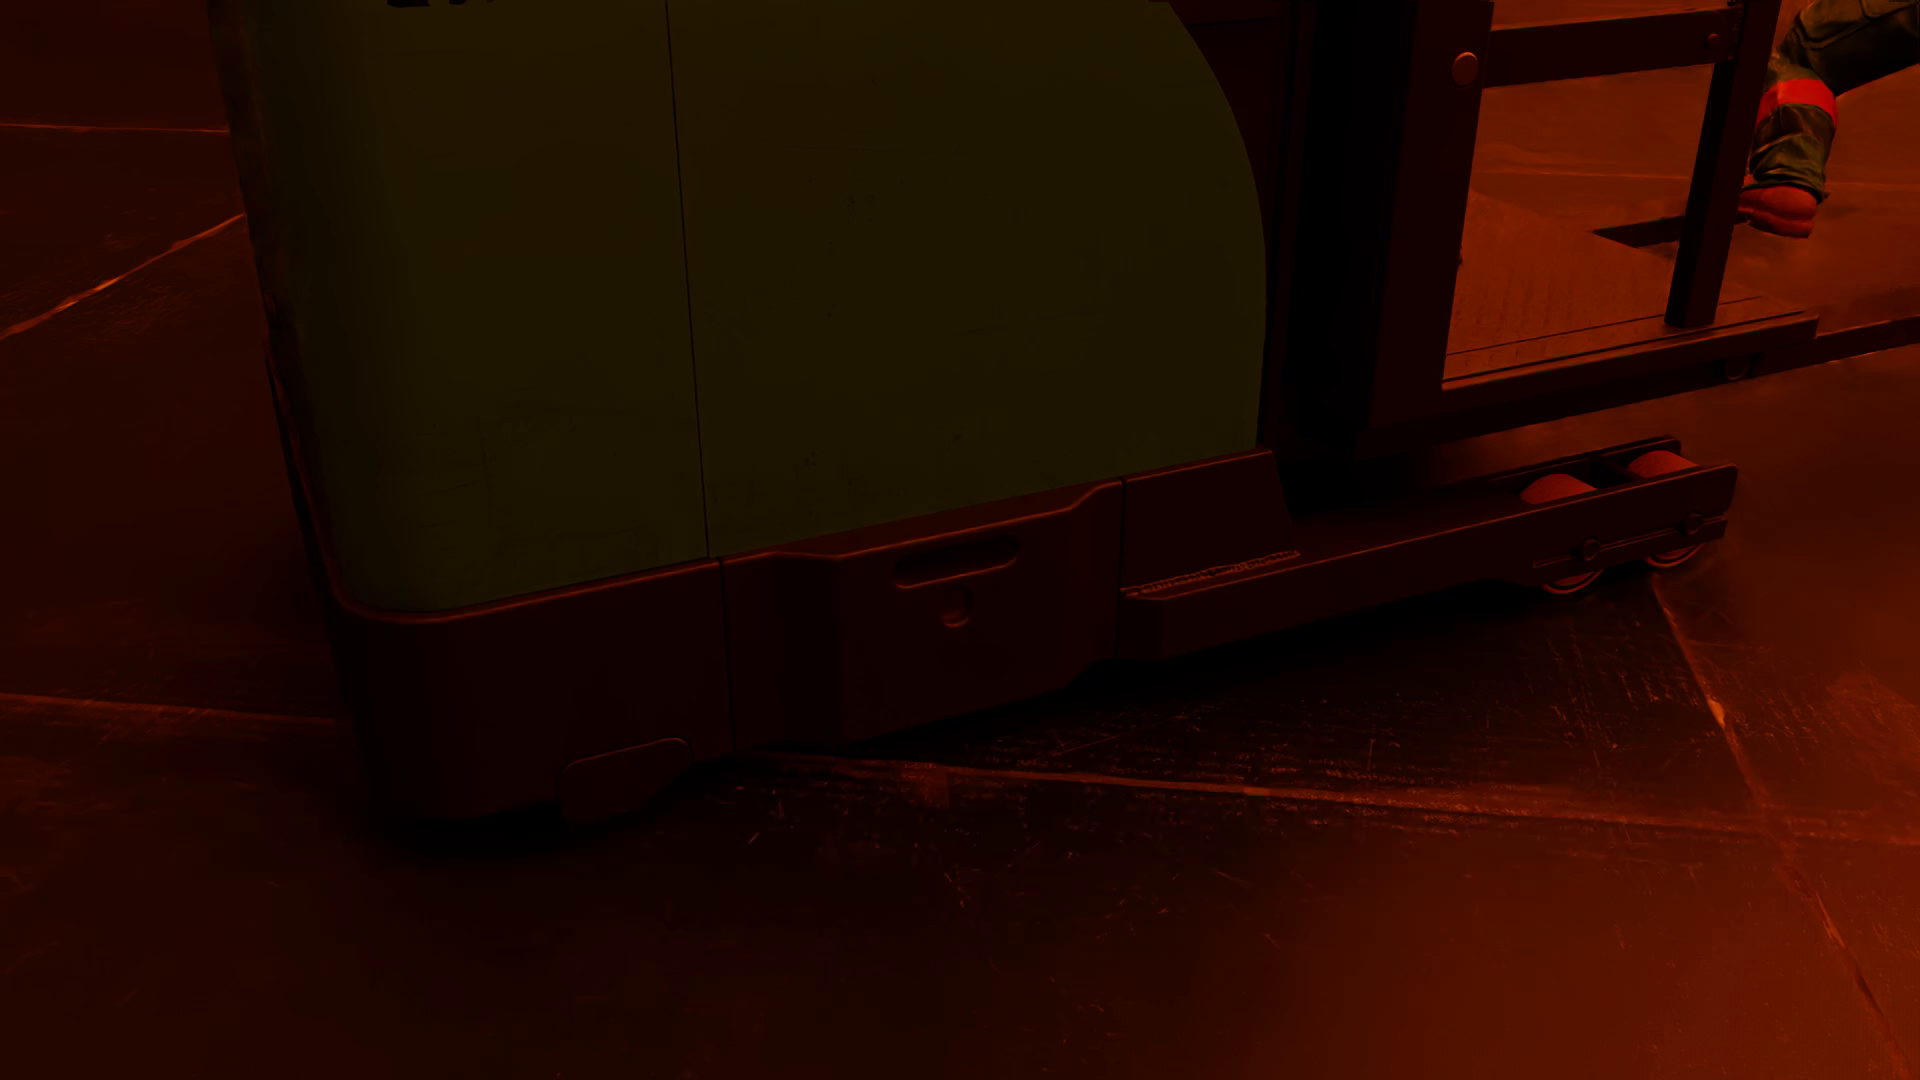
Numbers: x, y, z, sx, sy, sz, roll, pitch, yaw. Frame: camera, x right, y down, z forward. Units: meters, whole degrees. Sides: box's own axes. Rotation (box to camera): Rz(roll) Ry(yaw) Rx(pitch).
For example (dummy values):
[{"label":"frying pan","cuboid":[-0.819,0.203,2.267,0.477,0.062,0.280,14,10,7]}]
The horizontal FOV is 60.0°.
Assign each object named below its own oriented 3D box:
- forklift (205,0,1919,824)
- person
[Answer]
[{"label":"forklift","cuboid":[0.553,-1.436,2.094,3.031,2.935,1.130,-12,29,-22]},{"label":"person","cuboid":[2.035,-1.229,3.381,1.272,1.433,0.905,-5,27,-9]}]
